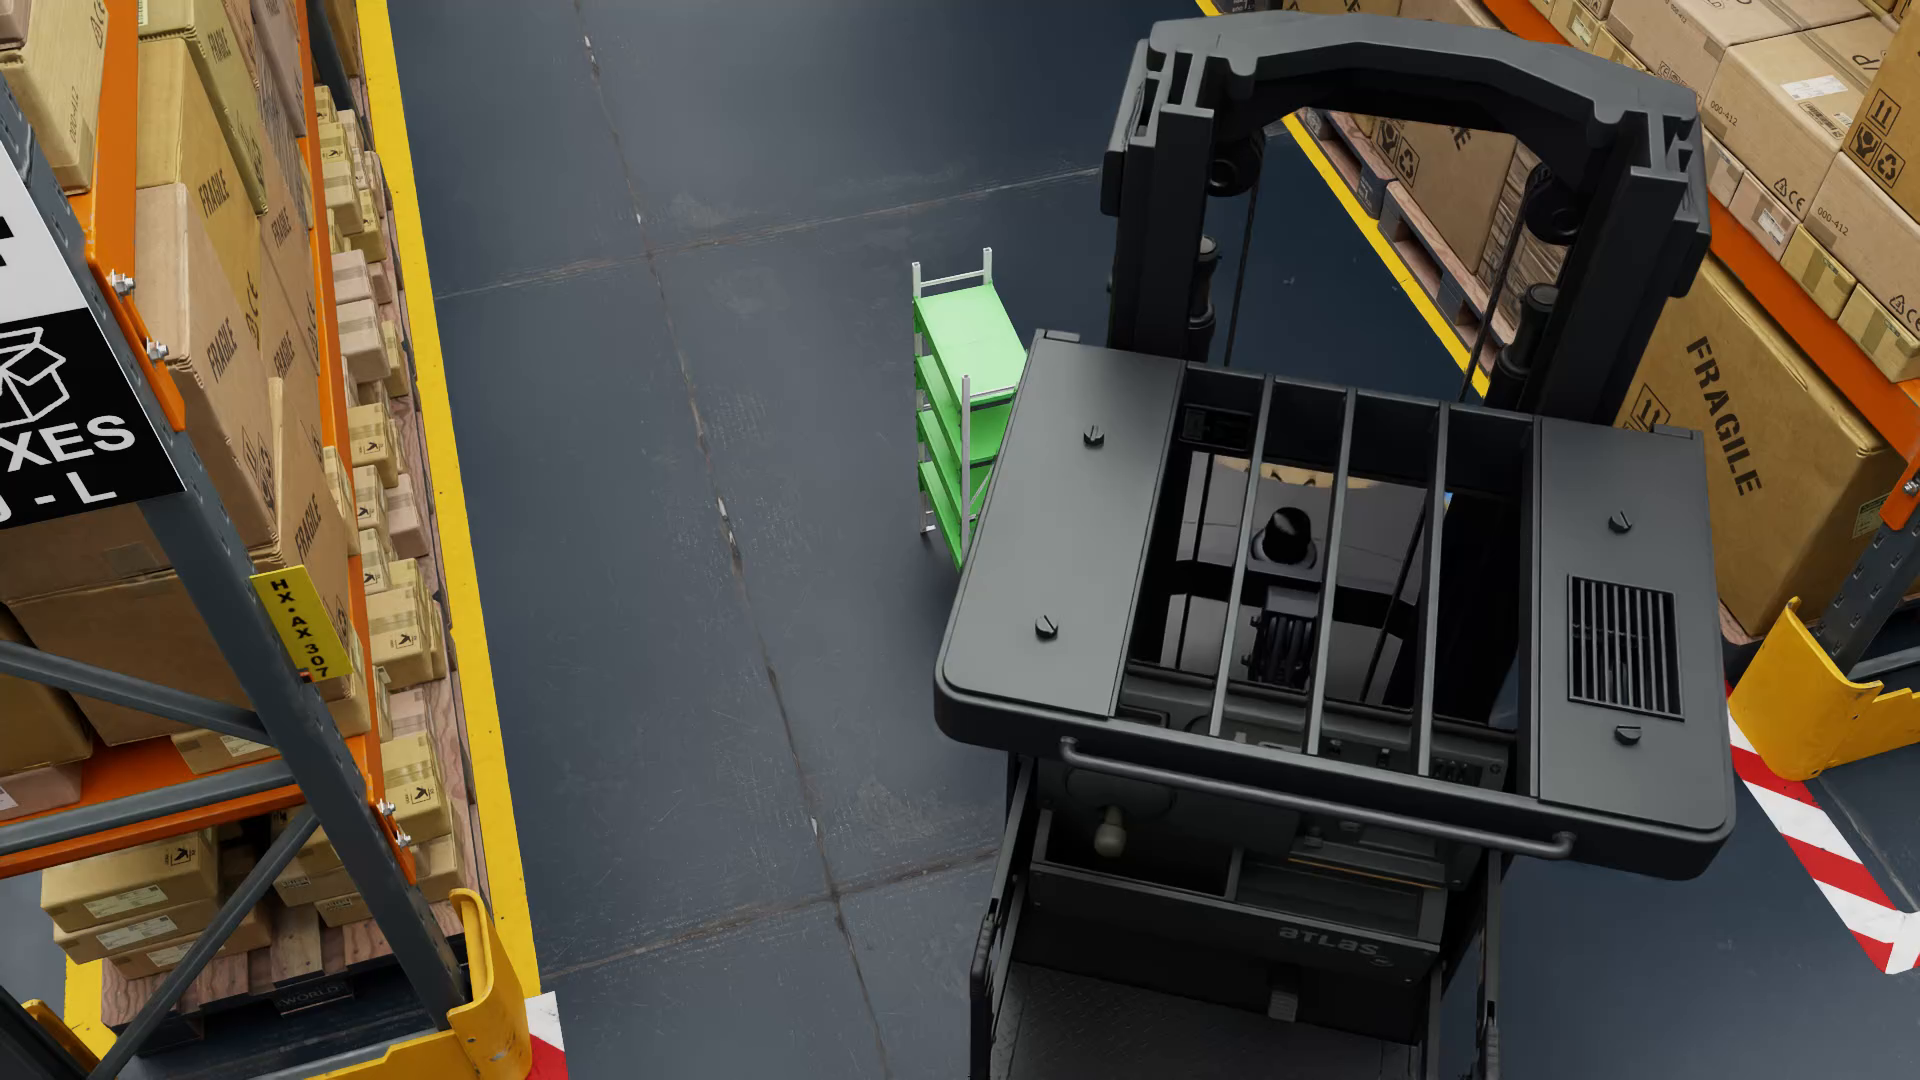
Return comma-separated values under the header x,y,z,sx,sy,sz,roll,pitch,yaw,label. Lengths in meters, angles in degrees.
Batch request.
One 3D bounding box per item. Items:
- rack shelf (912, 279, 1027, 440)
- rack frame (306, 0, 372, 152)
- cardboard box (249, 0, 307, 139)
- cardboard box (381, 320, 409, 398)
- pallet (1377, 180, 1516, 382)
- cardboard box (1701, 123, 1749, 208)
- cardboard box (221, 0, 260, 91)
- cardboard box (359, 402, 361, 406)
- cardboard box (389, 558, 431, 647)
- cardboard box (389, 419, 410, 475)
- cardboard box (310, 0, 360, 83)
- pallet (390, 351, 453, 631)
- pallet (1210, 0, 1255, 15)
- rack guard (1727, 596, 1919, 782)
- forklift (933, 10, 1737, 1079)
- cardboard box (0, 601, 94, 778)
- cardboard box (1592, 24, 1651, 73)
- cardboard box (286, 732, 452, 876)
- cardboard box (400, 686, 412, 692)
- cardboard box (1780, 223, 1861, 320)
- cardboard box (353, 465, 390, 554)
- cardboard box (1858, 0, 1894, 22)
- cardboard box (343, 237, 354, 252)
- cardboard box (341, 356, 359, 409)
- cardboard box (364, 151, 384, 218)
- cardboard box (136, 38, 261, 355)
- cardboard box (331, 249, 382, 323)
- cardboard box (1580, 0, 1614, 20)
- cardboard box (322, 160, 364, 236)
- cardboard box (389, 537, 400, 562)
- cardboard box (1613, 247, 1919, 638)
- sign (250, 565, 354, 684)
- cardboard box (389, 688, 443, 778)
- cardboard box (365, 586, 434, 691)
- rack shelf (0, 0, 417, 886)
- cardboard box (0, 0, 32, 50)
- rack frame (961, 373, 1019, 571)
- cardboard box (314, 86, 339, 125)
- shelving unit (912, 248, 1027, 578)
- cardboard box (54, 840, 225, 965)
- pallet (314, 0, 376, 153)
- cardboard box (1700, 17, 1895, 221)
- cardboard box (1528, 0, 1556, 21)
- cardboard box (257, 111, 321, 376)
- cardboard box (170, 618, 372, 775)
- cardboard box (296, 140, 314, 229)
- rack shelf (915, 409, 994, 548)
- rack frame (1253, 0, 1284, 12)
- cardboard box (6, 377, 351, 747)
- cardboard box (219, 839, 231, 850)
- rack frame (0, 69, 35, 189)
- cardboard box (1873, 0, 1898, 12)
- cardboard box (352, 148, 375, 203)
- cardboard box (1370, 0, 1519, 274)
x,y,z,sx,sy,sz,roll,pitch,yaw,label
0.049,-0.534,4.871,0.258,0.148,0.480,-13,51,-11,rack shelf
-2.922,-2.358,5.776,1.000,3.000,0.127,-13,51,-11,rack frame
-2.210,-1.454,4.754,0.500,0.500,0.500,-14,51,-11,cardboard box
-2.174,-0.609,5.892,0.380,0.149,0.250,-13,51,-11,cardboard box
2.361,-1.041,6.490,1.003,0.211,1.213,-13,51,-11,pallet
2.385,-1.145,4.918,0.380,0.149,0.250,-13,51,-10,cardboard box
-2.060,-1.398,4.053,0.500,0.500,0.500,-15,51,-12,cardboard box
-2.164,-0.334,5.465,0.380,0.149,0.250,-11,51,-9,cardboard box
-1.805,0.227,4.992,0.380,0.149,0.250,-12,51,-10,cardboard box
-2.058,-0.235,5.576,0.380,0.149,0.250,-13,51,-11,cardboard box
-2.887,-2.288,7.077,0.500,0.500,0.500,-12,51,-10,cardboard box
-2.325,-0.084,5.683,1.003,0.211,1.213,-13,51,-11,pallet
1.546,-3.054,8.186,1.003,0.211,1.213,-13,51,-11,pallet
3.036,0.339,5.137,1.175,0.500,0.348,-13,51,-11,rack guard
0.585,0.625,3.306,1.130,2.935,3.031,10,51,8,forklift
-2.117,0.165,3.389,0.500,0.500,0.500,-12,51,-10,cardboard box
2.229,-1.524,5.237,0.380,0.149,0.250,-13,51,-11,cardboard box
-1.569,0.696,4.403,0.380,0.149,0.250,-15,52,-13,cardboard box
-1.823,0.539,4.923,0.380,0.149,0.250,-13,51,-11,cardboard box
2.531,-0.778,4.609,0.380,0.149,0.250,-13,51,-11,cardboard box
-1.943,-0.059,5.038,0.380,0.149,0.250,-12,51,-10,cardboard box
2.840,-1.689,5.116,0.500,0.250,0.500,-15,51,-12,cardboard box
-2.356,-0.921,5.960,0.380,0.149,0.250,-13,51,-11,cardboard box
-2.143,-0.423,5.346,0.380,0.149,0.250,-13,51,-11,cardboard box
-2.480,-1.365,6.529,0.380,0.149,0.250,-13,51,-11,cardboard box
-1.773,-0.642,3.415,0.500,0.500,0.500,-12,51,-10,cardboard box
-2.203,-0.823,5.683,0.380,0.149,0.250,-16,52,-13,cardboard box
2.174,-1.948,5.334,0.500,0.250,0.500,-13,51,-11,cardboard box
-2.374,-1.208,6.007,0.380,0.149,0.250,-14,51,-11,cardboard box
-1.961,0.163,5.241,0.380,0.149,0.250,-13,51,-11,cardboard box
2.764,-0.384,5.227,0.875,0.875,0.875,-13,51,-11,cardboard box
-1.220,0.161,3.086,0.100,0.325,0.005,-13,51,-11,sign
-1.675,0.597,4.680,0.380,0.149,0.250,-14,51,-11,cardboard box
-1.718,0.308,4.729,0.380,0.149,0.250,-13,51,-11,cardboard box
-2.330,-0.666,4.820,1.077,0.370,4.000,-13,51,-11,rack shelf
-1.623,-0.903,2.359,0.500,0.250,0.500,-13,51,-10,cardboard box
0.121,-0.088,5.039,0.240,1.200,0.015,-13,51,-11,rack frame
-2.568,-1.565,6.309,0.380,0.149,0.250,-12,51,-10,cardboard box
0.049,-0.266,5.189,0.258,1.200,0.503,-13,51,-11,shelving unit
-2.167,0.930,4.399,0.380,0.149,0.250,-15,51,-12,cardboard box
-3.153,-2.028,7.321,1.003,0.211,1.213,-13,51,-11,pallet
2.483,-1.196,4.700,0.500,0.250,0.500,-14,51,-12,cardboard box
2.079,-1.895,5.550,0.380,0.149,0.250,-15,51,-12,cardboard box
-1.923,-0.701,4.119,0.500,0.500,0.500,-13,51,-10,cardboard box
-1.521,0.334,3.671,0.380,0.149,0.250,-14,51,-11,cardboard box
-2.082,-0.996,4.792,0.380,0.149,0.250,-12,51,-10,cardboard box
0.049,-0.225,5.238,0.258,0.148,0.480,-13,51,-11,rack shelf
1.846,-3.406,6.659,1.000,3.000,0.127,-13,51,-11,rack frame
-1.608,0.045,3.490,0.500,0.500,0.500,-11,51,-9,cardboard box
-2.266,0.845,4.666,0.380,0.149,0.250,-12,51,-10,cardboard box
-1.739,-1.370,1.020,1.000,3.000,0.127,-13,51,-11,rack frame
2.838,-1.927,4.826,0.500,0.500,0.500,-15,51,-12,cardboard box
-2.433,-1.318,6.294,0.380,0.149,0.250,-16,52,-13,cardboard box
2.231,-1.699,6.335,0.875,0.875,0.875,-13,51,-11,cardboard box
